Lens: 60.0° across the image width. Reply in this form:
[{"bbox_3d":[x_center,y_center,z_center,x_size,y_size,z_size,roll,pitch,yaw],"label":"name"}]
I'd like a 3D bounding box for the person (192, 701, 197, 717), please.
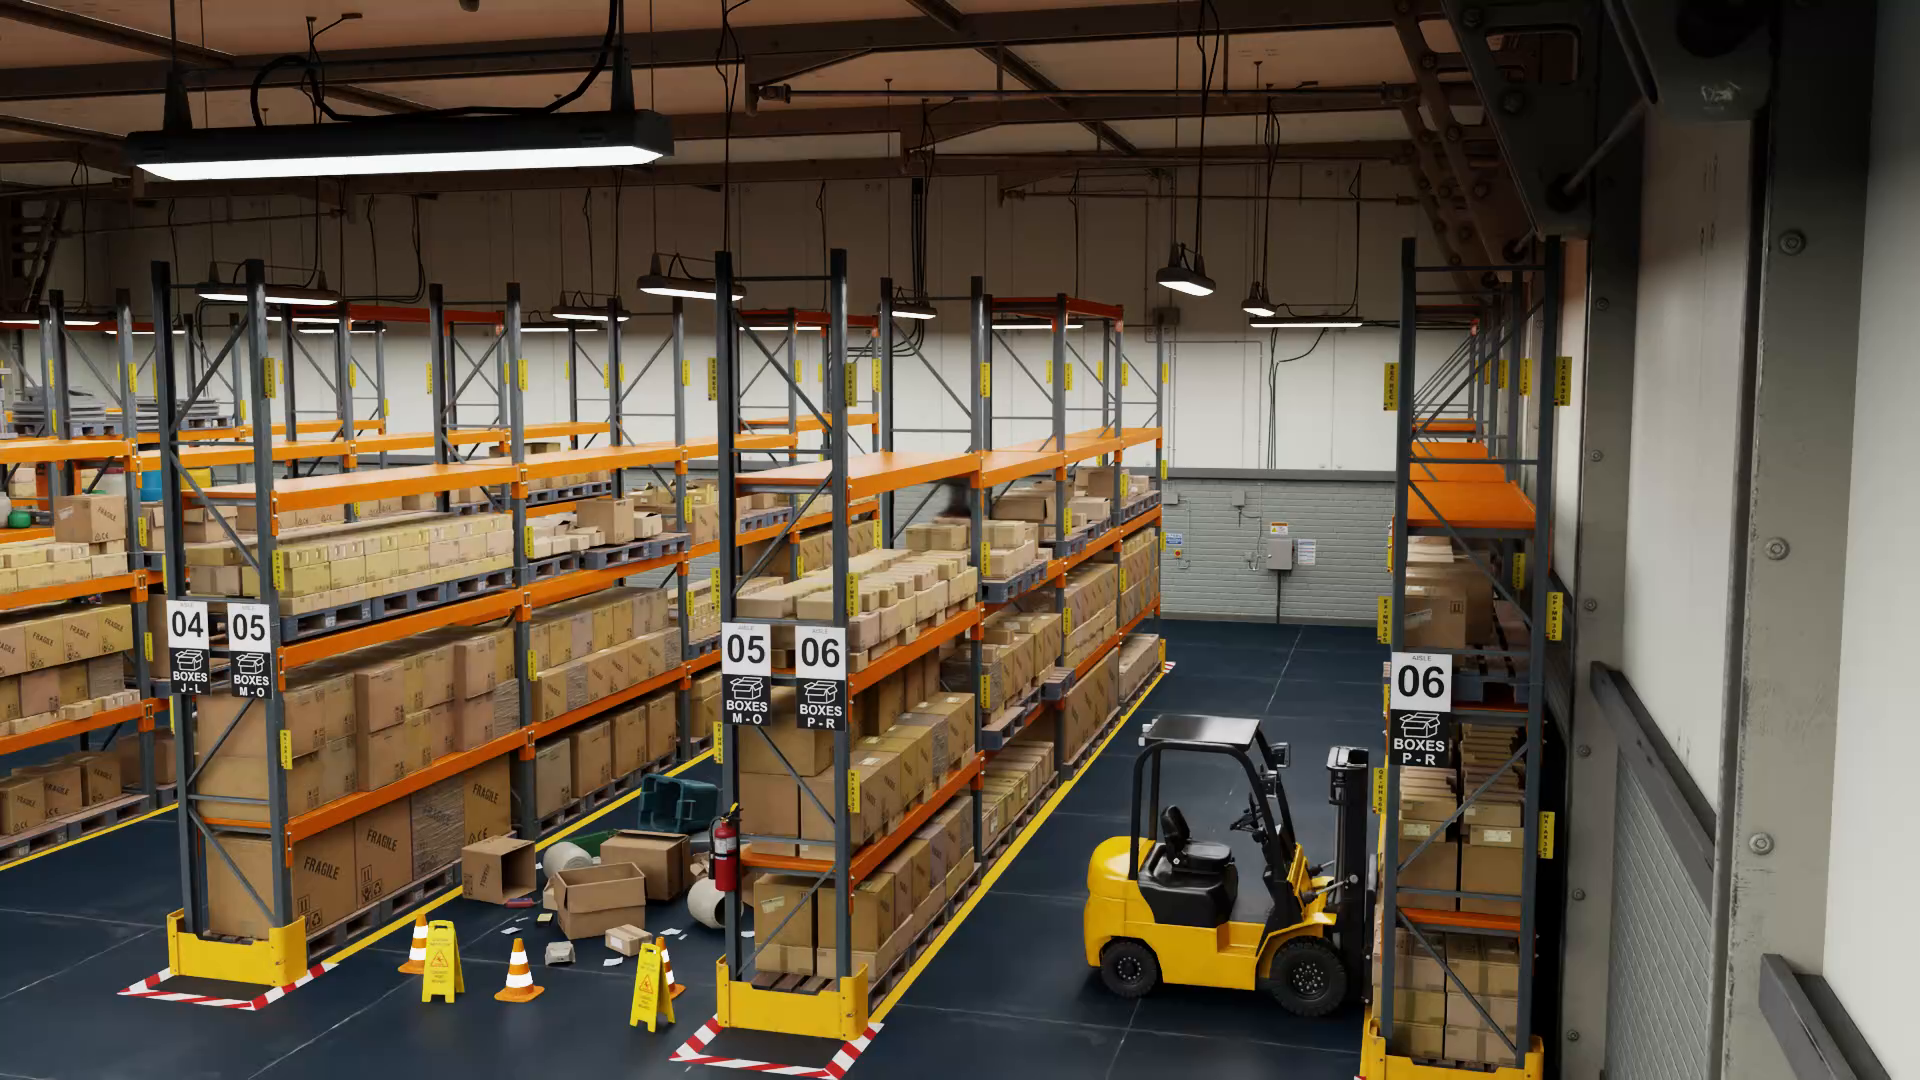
[{"bbox_3d":[-11.196,1.797,24.300,0.456,1.593,0.479,1,6,10],"label":"person"}]

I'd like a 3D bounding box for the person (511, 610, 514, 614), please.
[{"bbox_3d":[-6.354,1.805,24.105,0.570,1.620,1.005,1,6,10],"label":"person"}]
